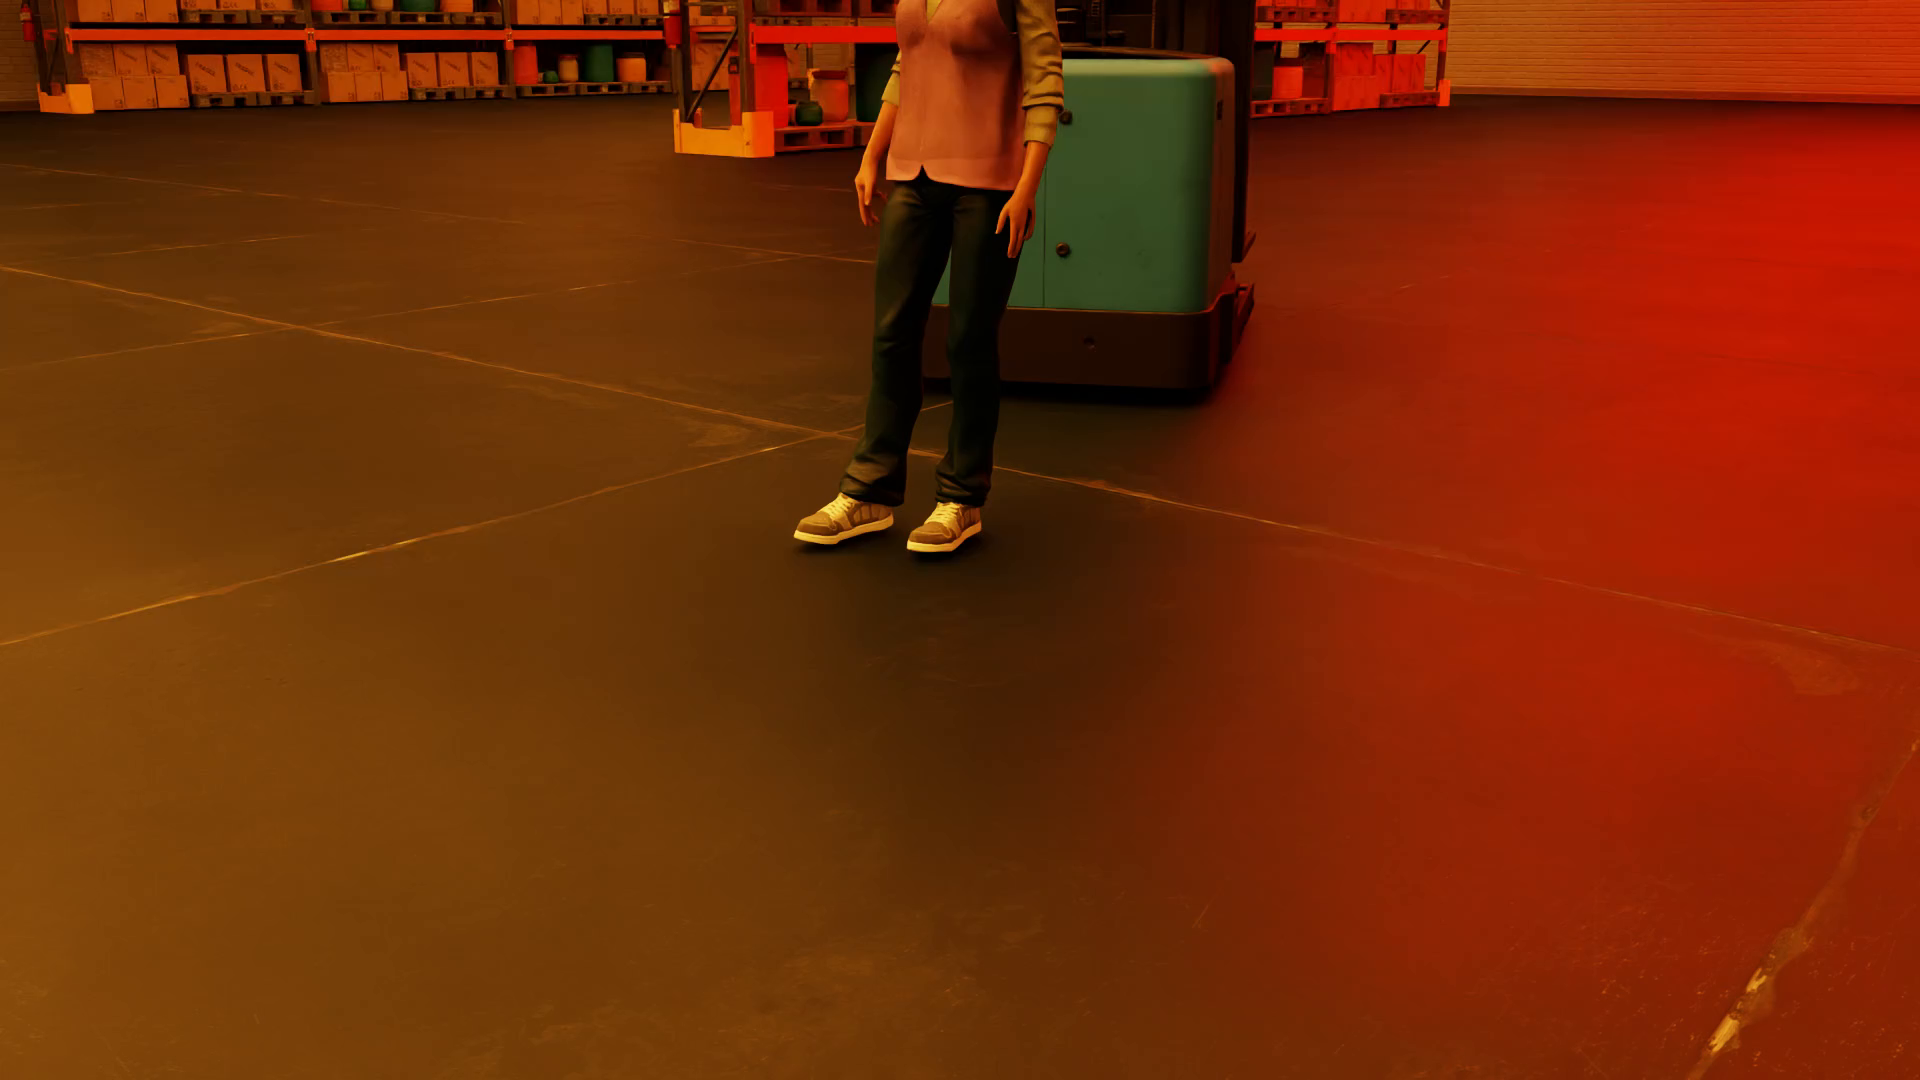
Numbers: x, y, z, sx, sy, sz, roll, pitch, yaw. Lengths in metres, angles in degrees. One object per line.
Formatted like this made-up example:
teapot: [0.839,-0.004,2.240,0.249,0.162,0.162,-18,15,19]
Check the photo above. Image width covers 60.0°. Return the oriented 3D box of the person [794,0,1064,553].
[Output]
person: [-0.057,-0.757,3.662,0.520,1.596,0.475,13,21,37]

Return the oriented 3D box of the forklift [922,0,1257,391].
forklift: [0.610,-2.267,6.364,1.130,2.935,3.031,4,17,13]
